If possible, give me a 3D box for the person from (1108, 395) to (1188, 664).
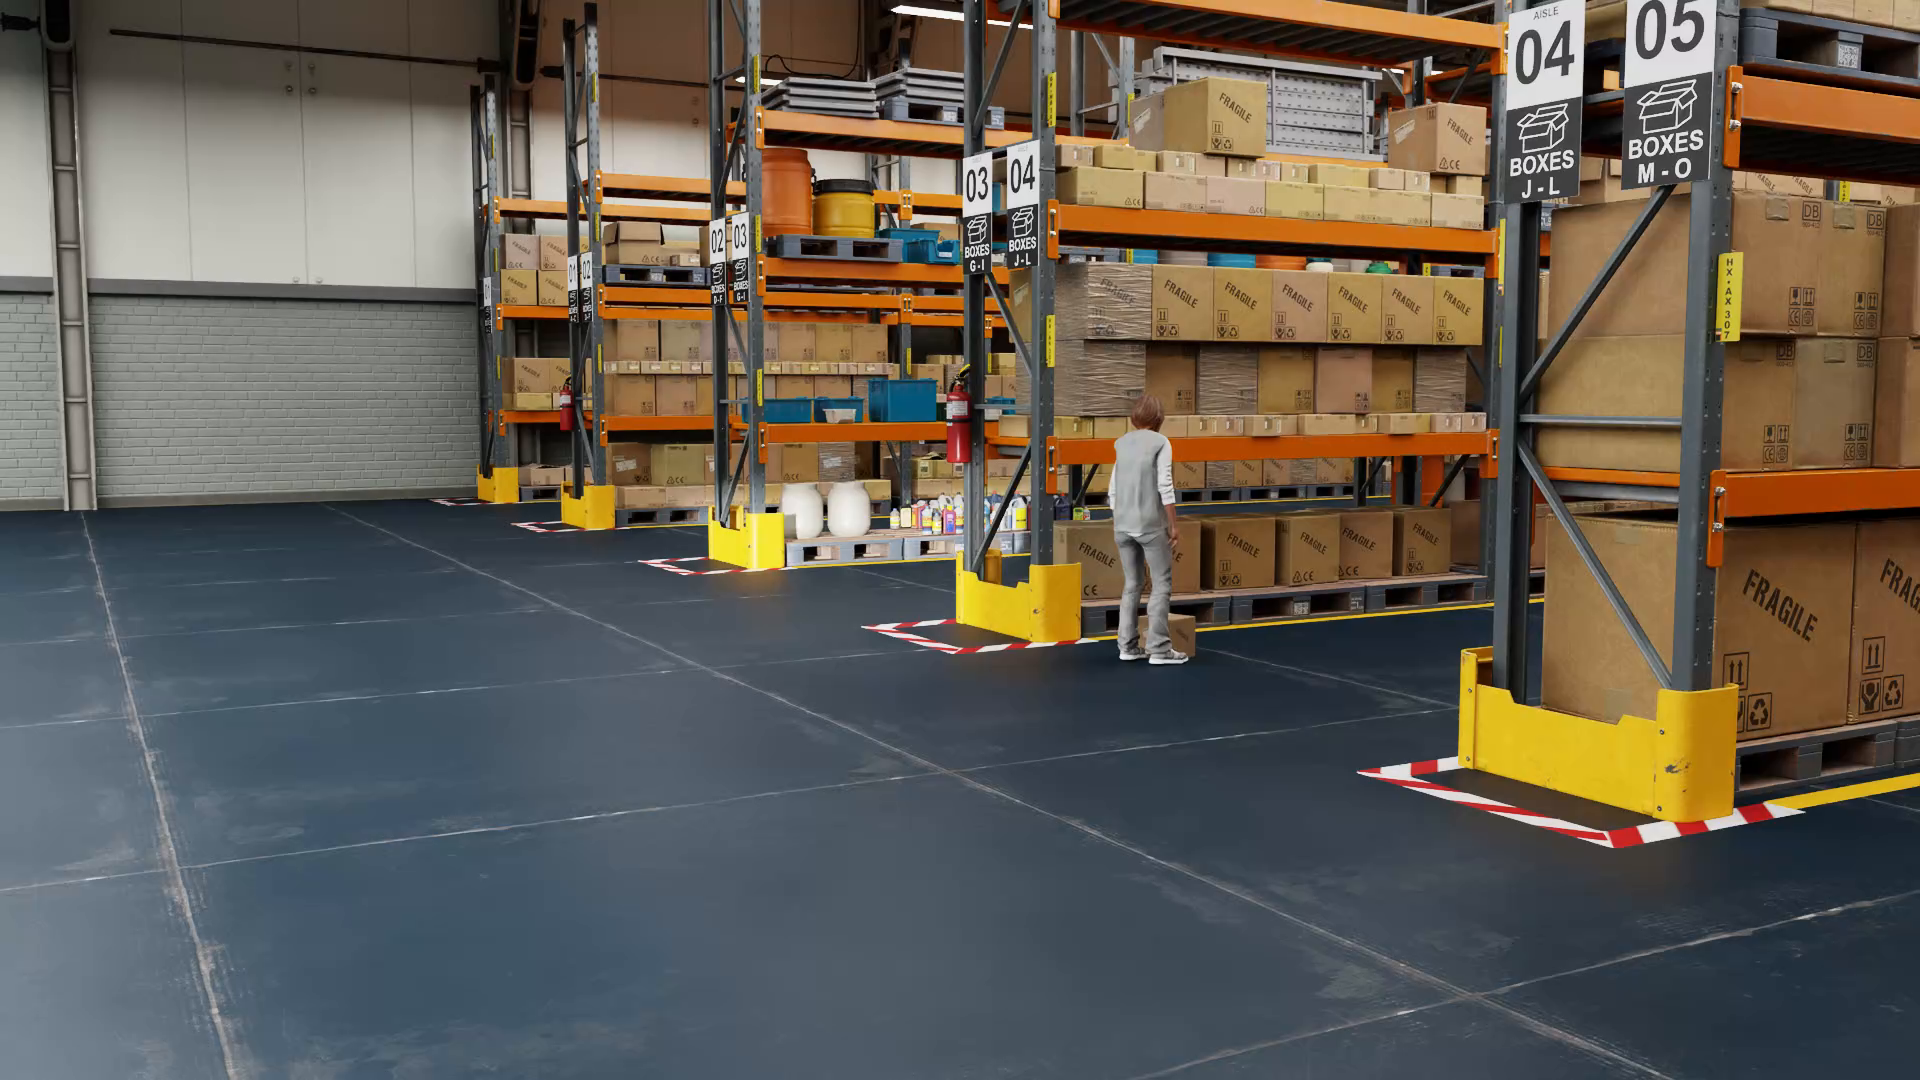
[{"bbox_3d":[1.099,-0.062,9.907,0.476,1.591,0.346,5,7,42],"label":"person"}]
